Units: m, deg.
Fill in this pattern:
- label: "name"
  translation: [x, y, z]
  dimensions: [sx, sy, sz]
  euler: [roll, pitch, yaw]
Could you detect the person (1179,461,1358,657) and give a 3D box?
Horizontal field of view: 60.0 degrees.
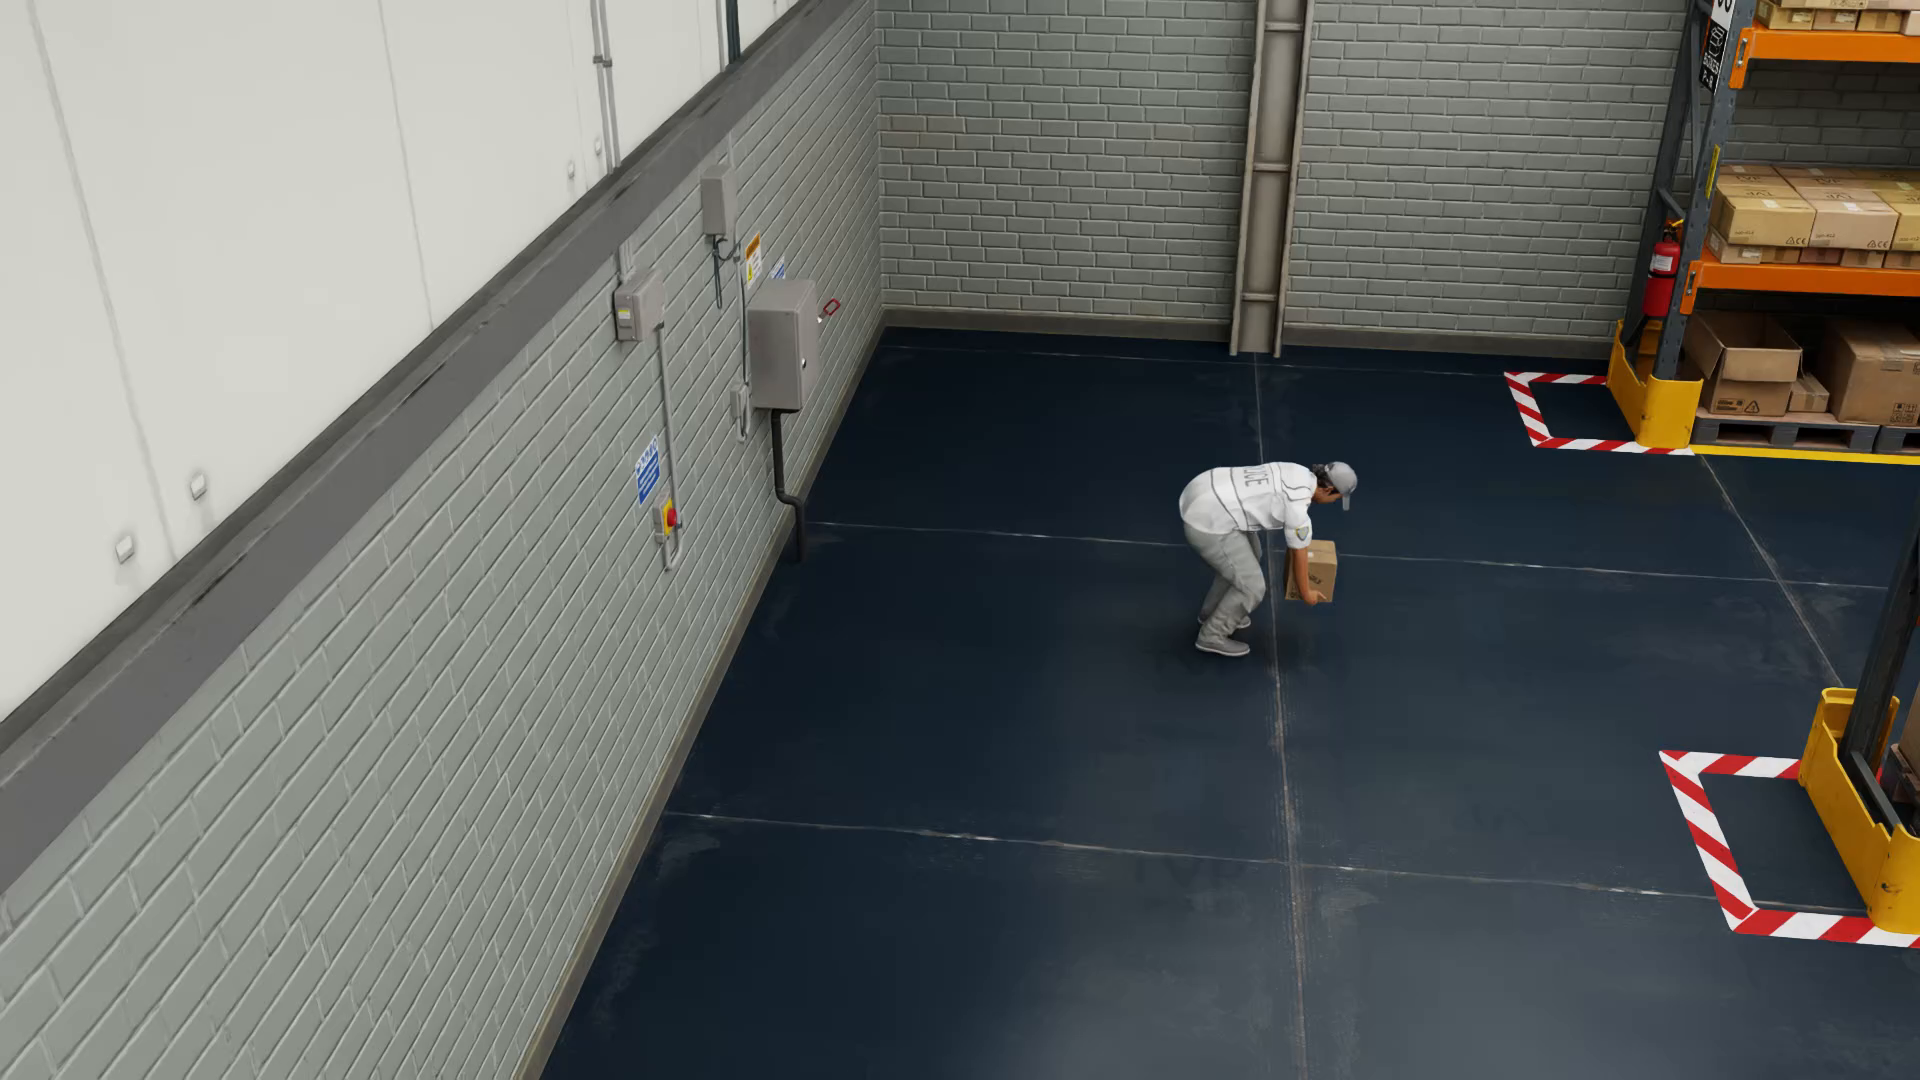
- label: "person"
  translation: [1.648, 0.070, 9.077]
  dimensions: [0.929, 1.111, 0.501]
  euler: [2, 29, 4]
